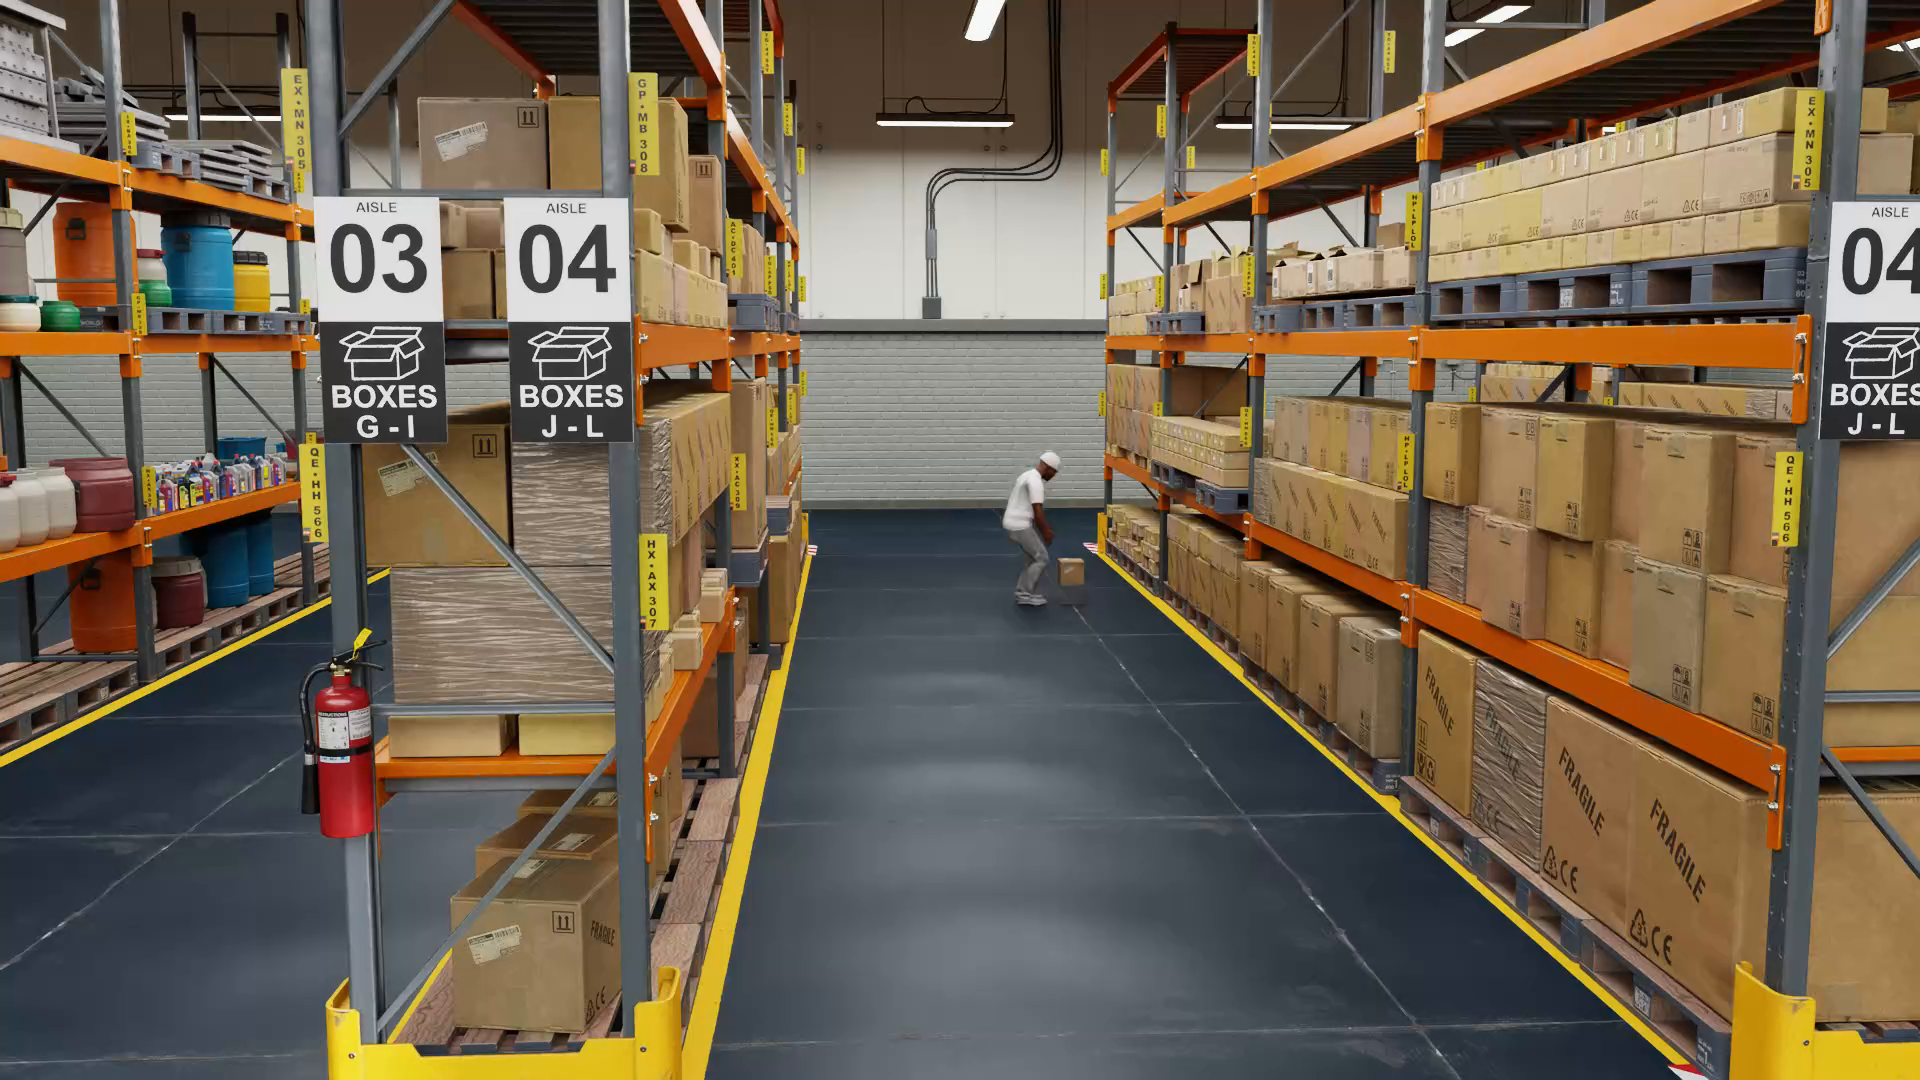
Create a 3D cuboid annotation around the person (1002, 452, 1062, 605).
[{"bbox_3d":[0.759,-0.131,17.485,0.622,1.591,0.620,0,7,-3],"label":"person"}]
